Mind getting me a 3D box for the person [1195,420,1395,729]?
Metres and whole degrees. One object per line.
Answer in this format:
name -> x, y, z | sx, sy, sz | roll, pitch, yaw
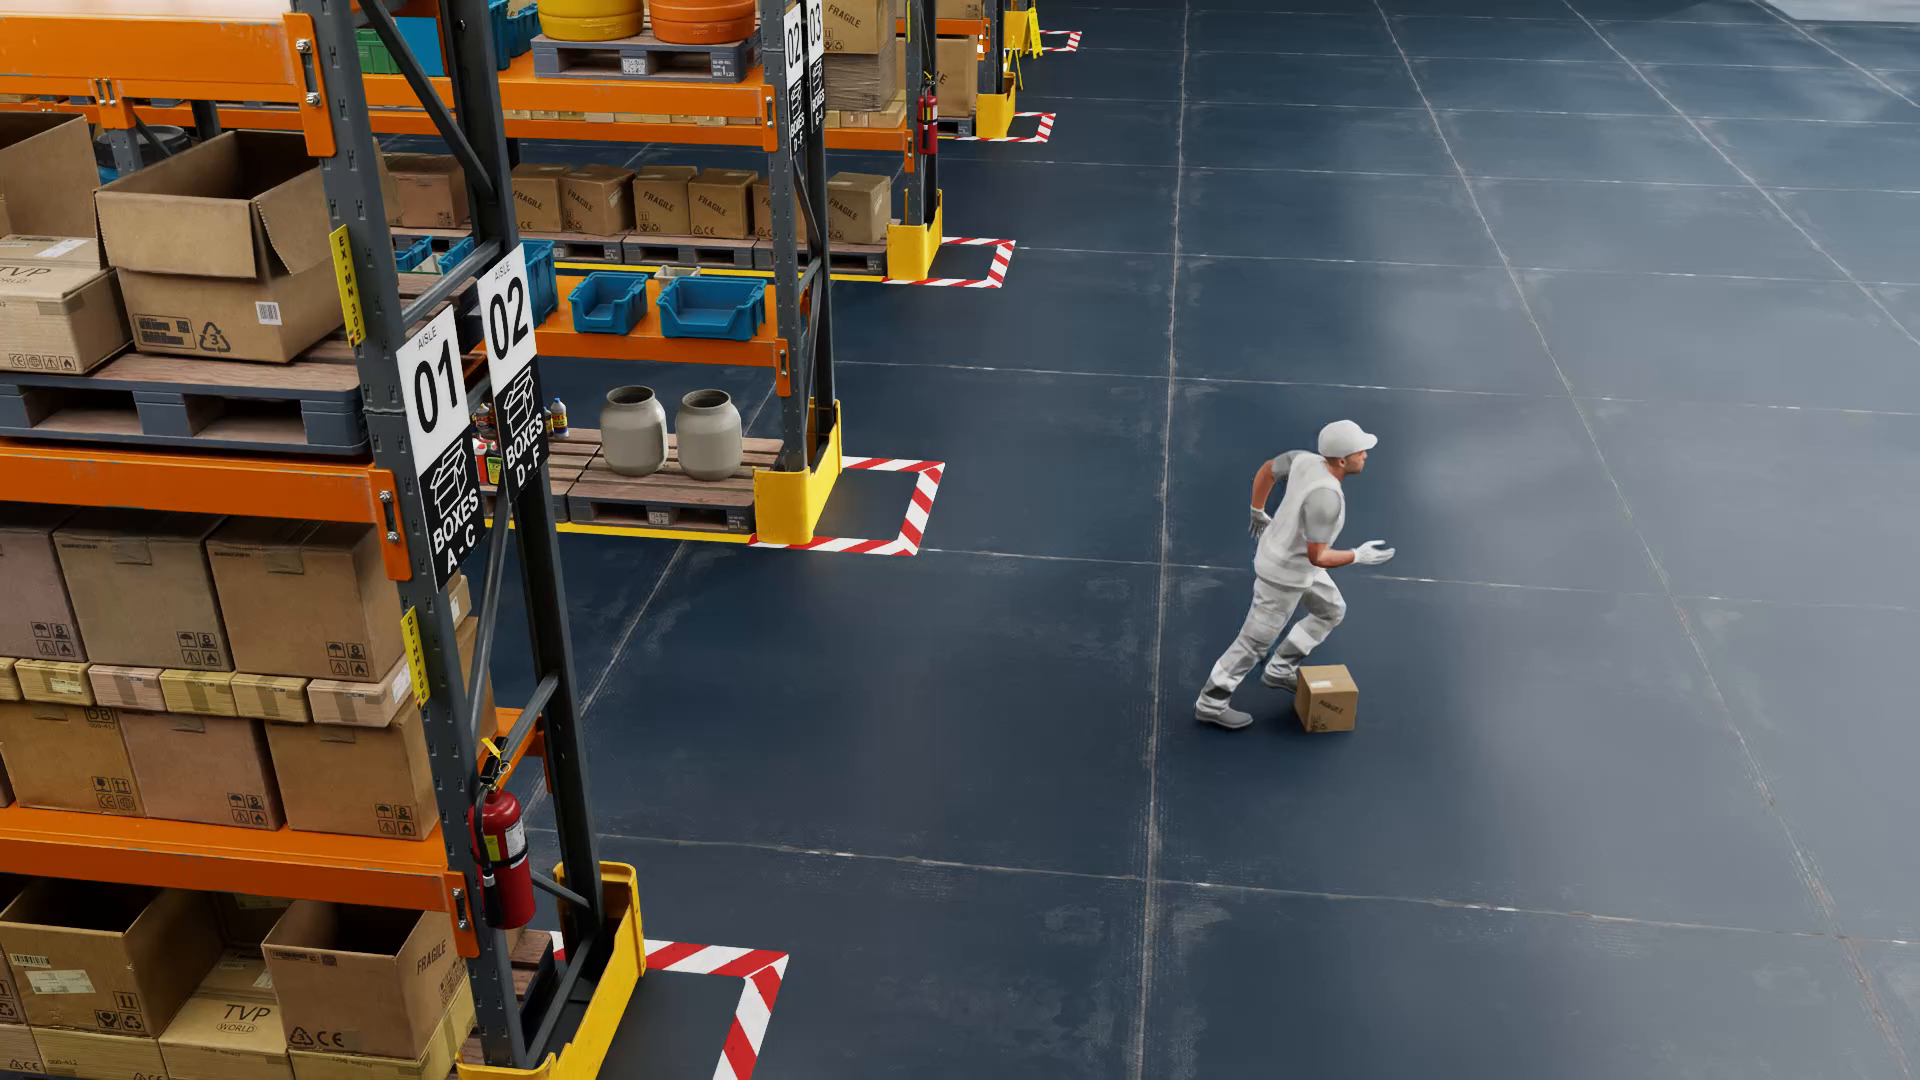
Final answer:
person -> 1.699, 0.161, 8.366 | 0.897, 1.697, 0.662 | 6, 29, 10
